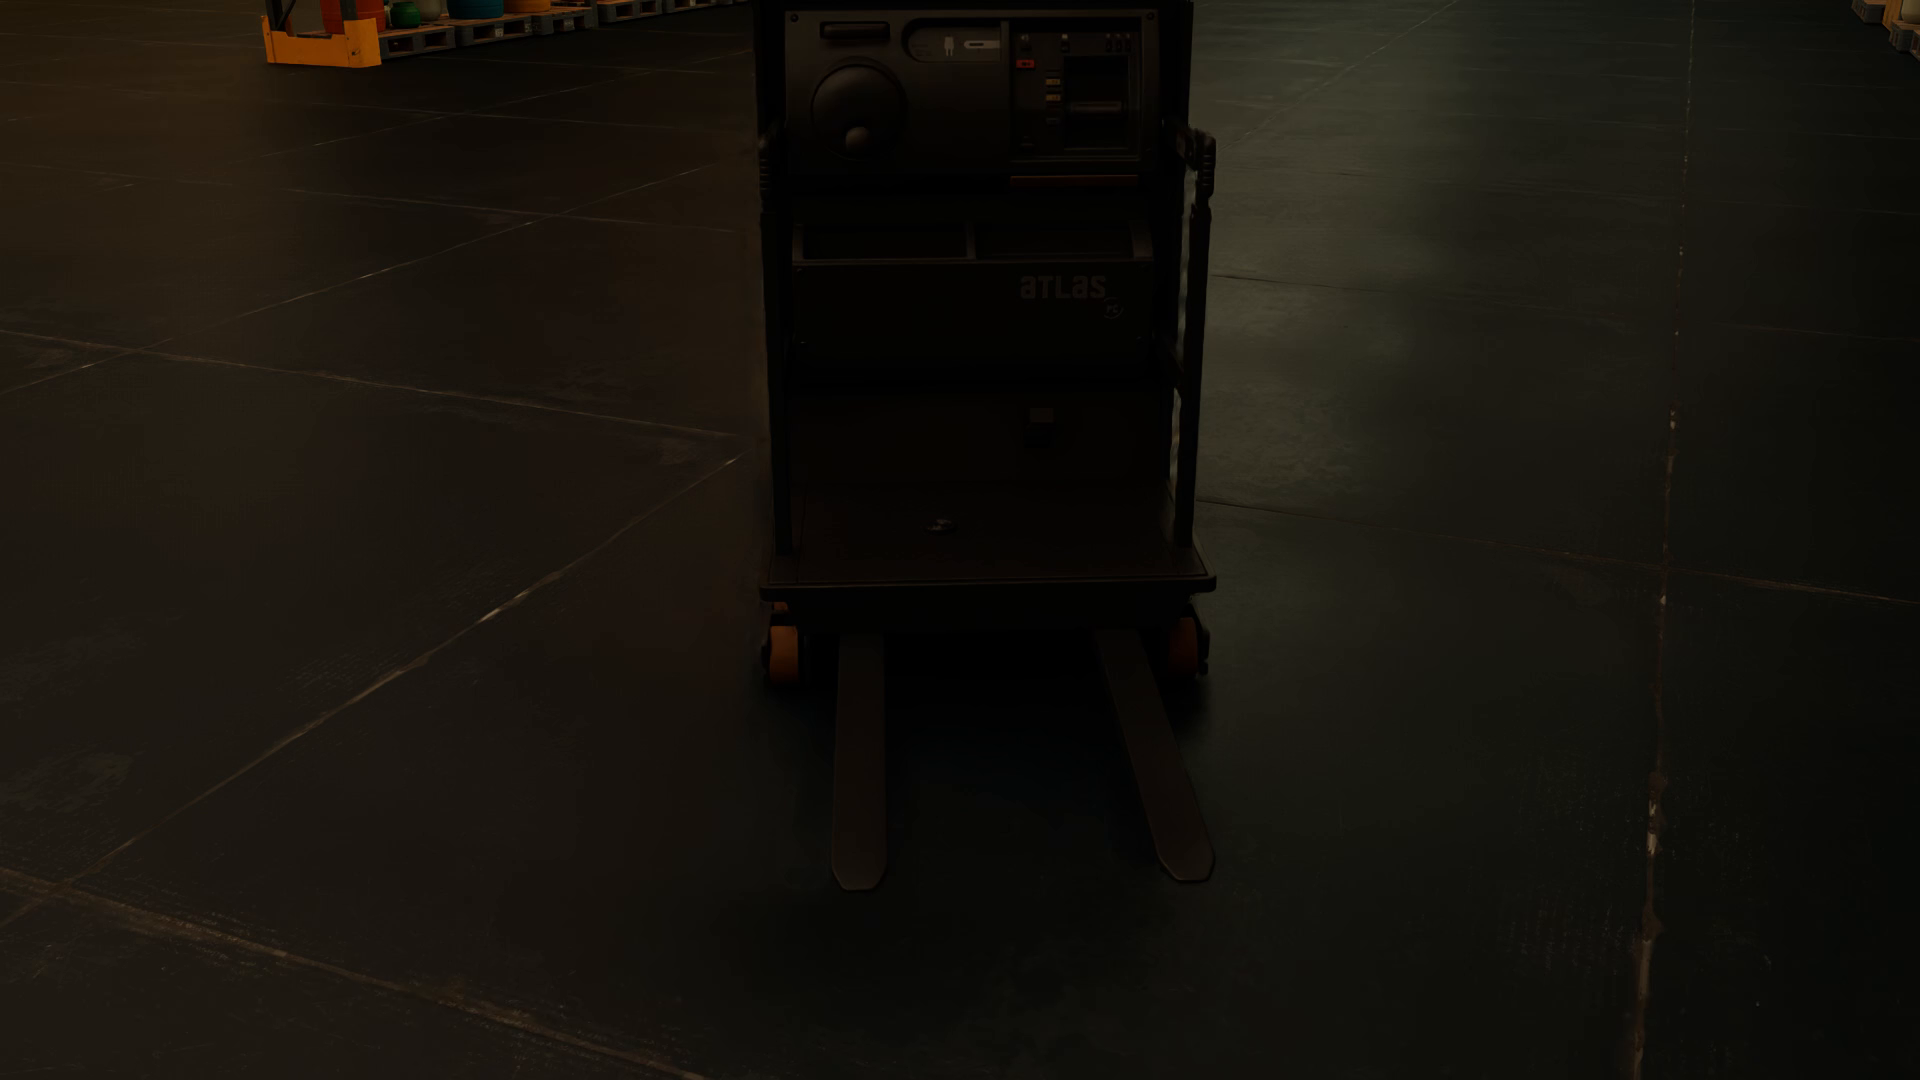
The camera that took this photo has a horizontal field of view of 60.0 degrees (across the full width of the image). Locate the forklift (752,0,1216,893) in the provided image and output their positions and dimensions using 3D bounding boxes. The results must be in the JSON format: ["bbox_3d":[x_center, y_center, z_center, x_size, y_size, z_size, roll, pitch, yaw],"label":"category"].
[{"bbox_3d":[0.046,-1.104,3.934,1.130,2.935,3.031,-1,23,-3],"label":"forklift"}]
